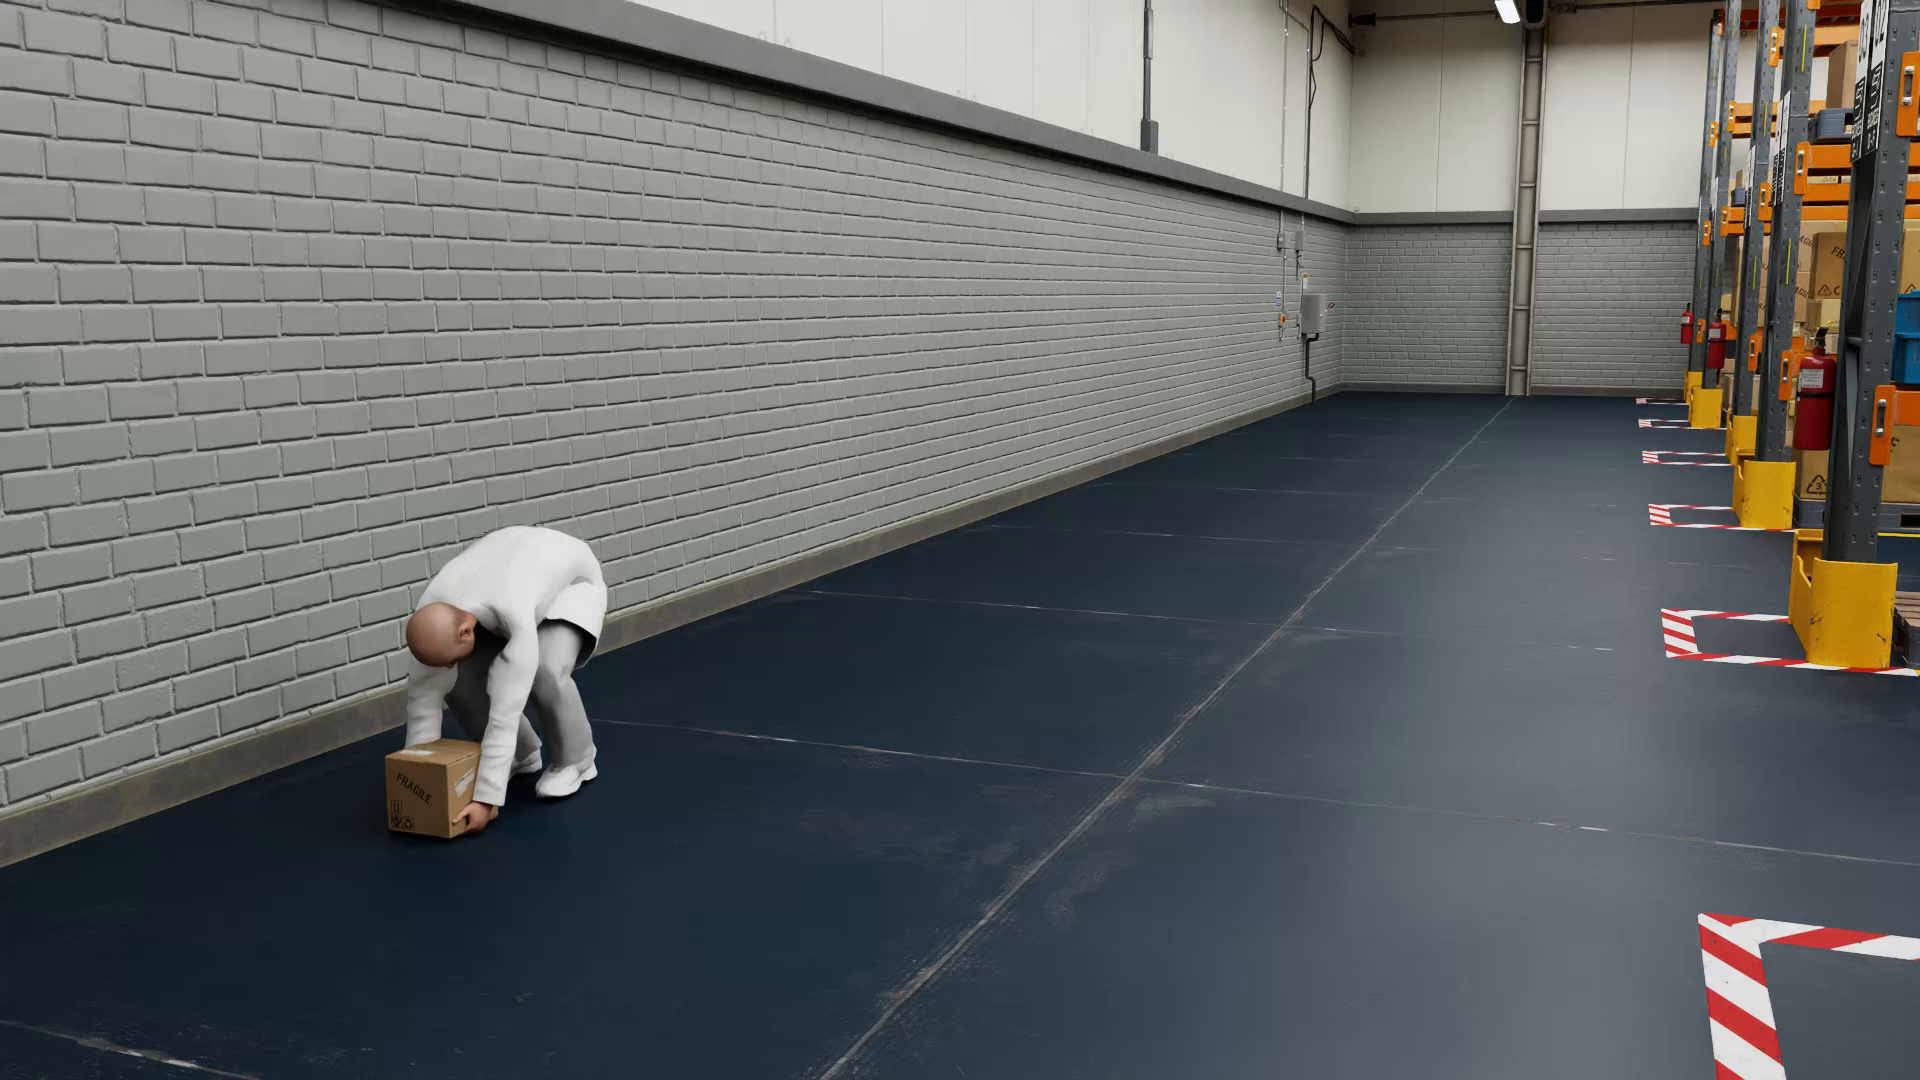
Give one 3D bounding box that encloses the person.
[{"bbox_3d":[-1.583,0.446,5.766,0.595,0.940,0.947,3,9,18],"label":"person"}]
